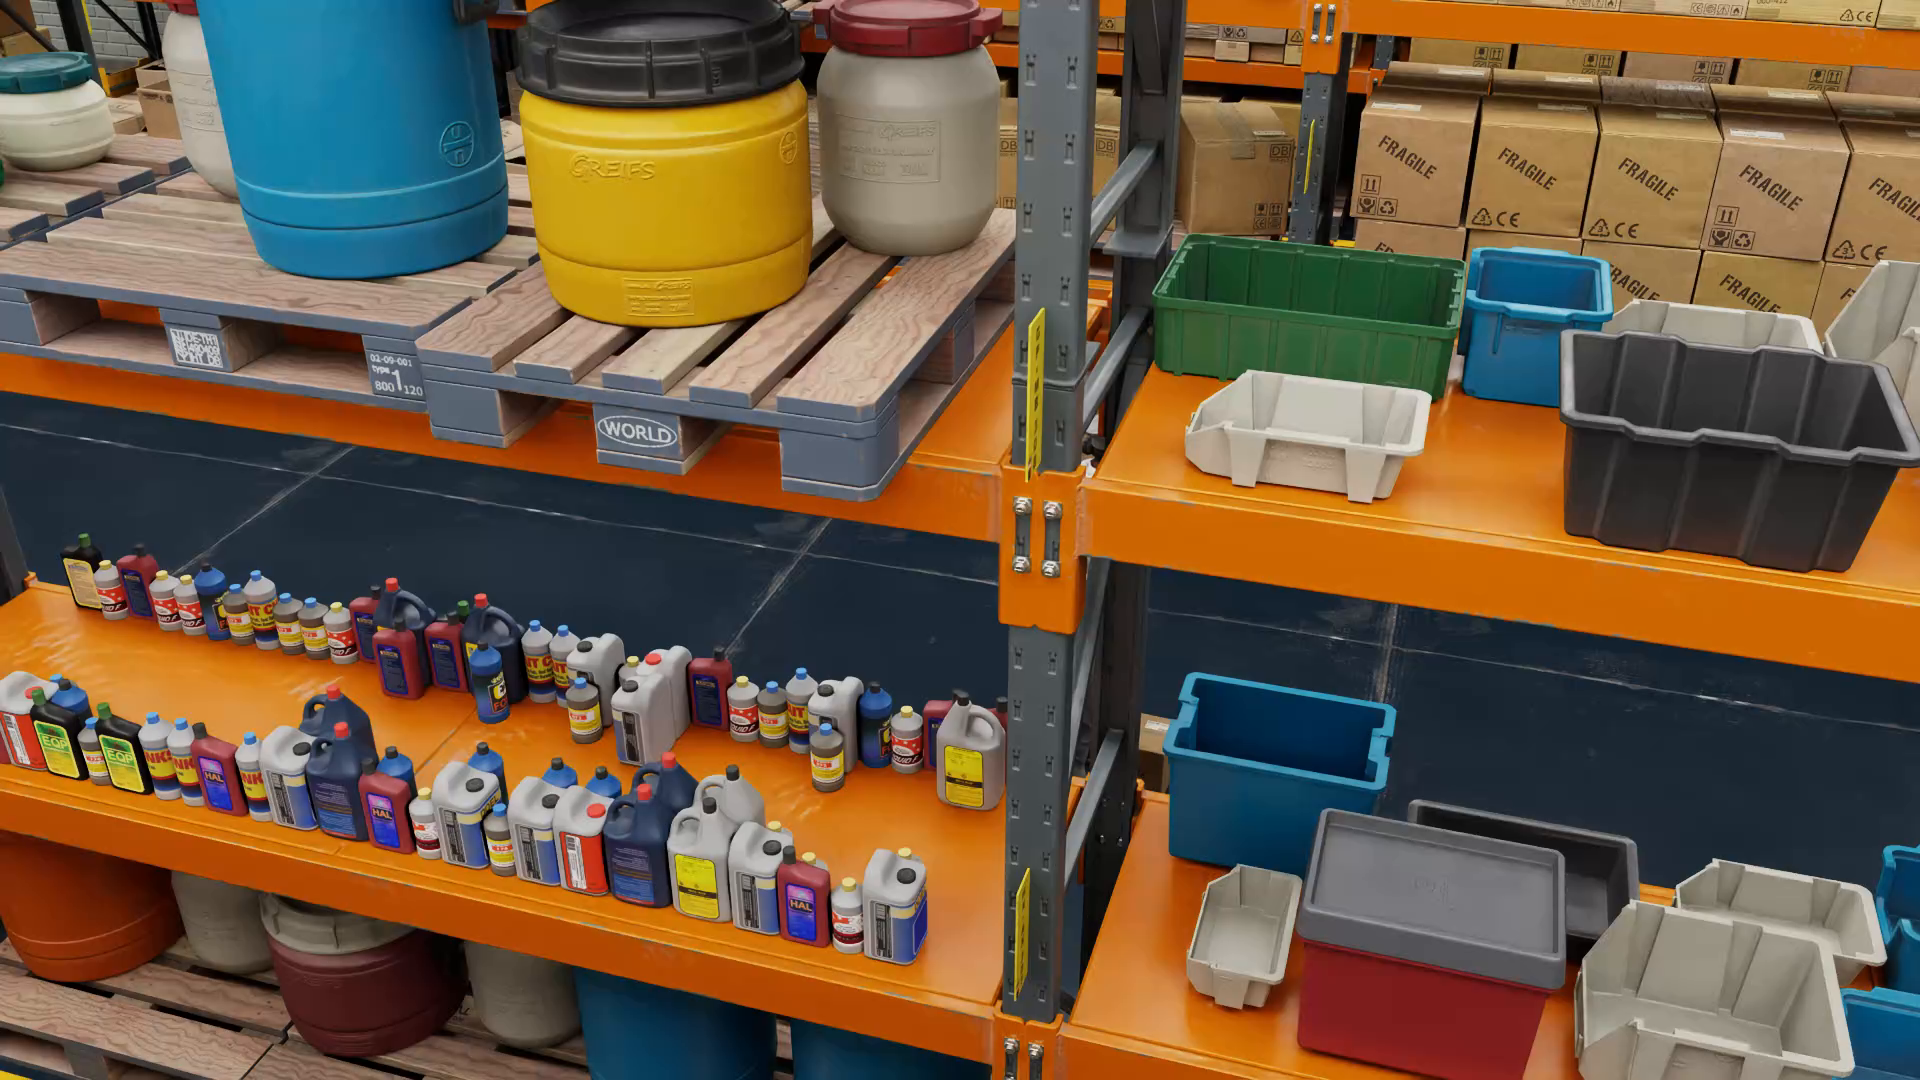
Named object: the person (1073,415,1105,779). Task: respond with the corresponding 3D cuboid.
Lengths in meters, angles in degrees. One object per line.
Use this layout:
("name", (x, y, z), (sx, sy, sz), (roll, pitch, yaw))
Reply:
("person", (0.540, 0.261, 6.663), (0.416, 1.659, 0.505), (9, 31, 15))
